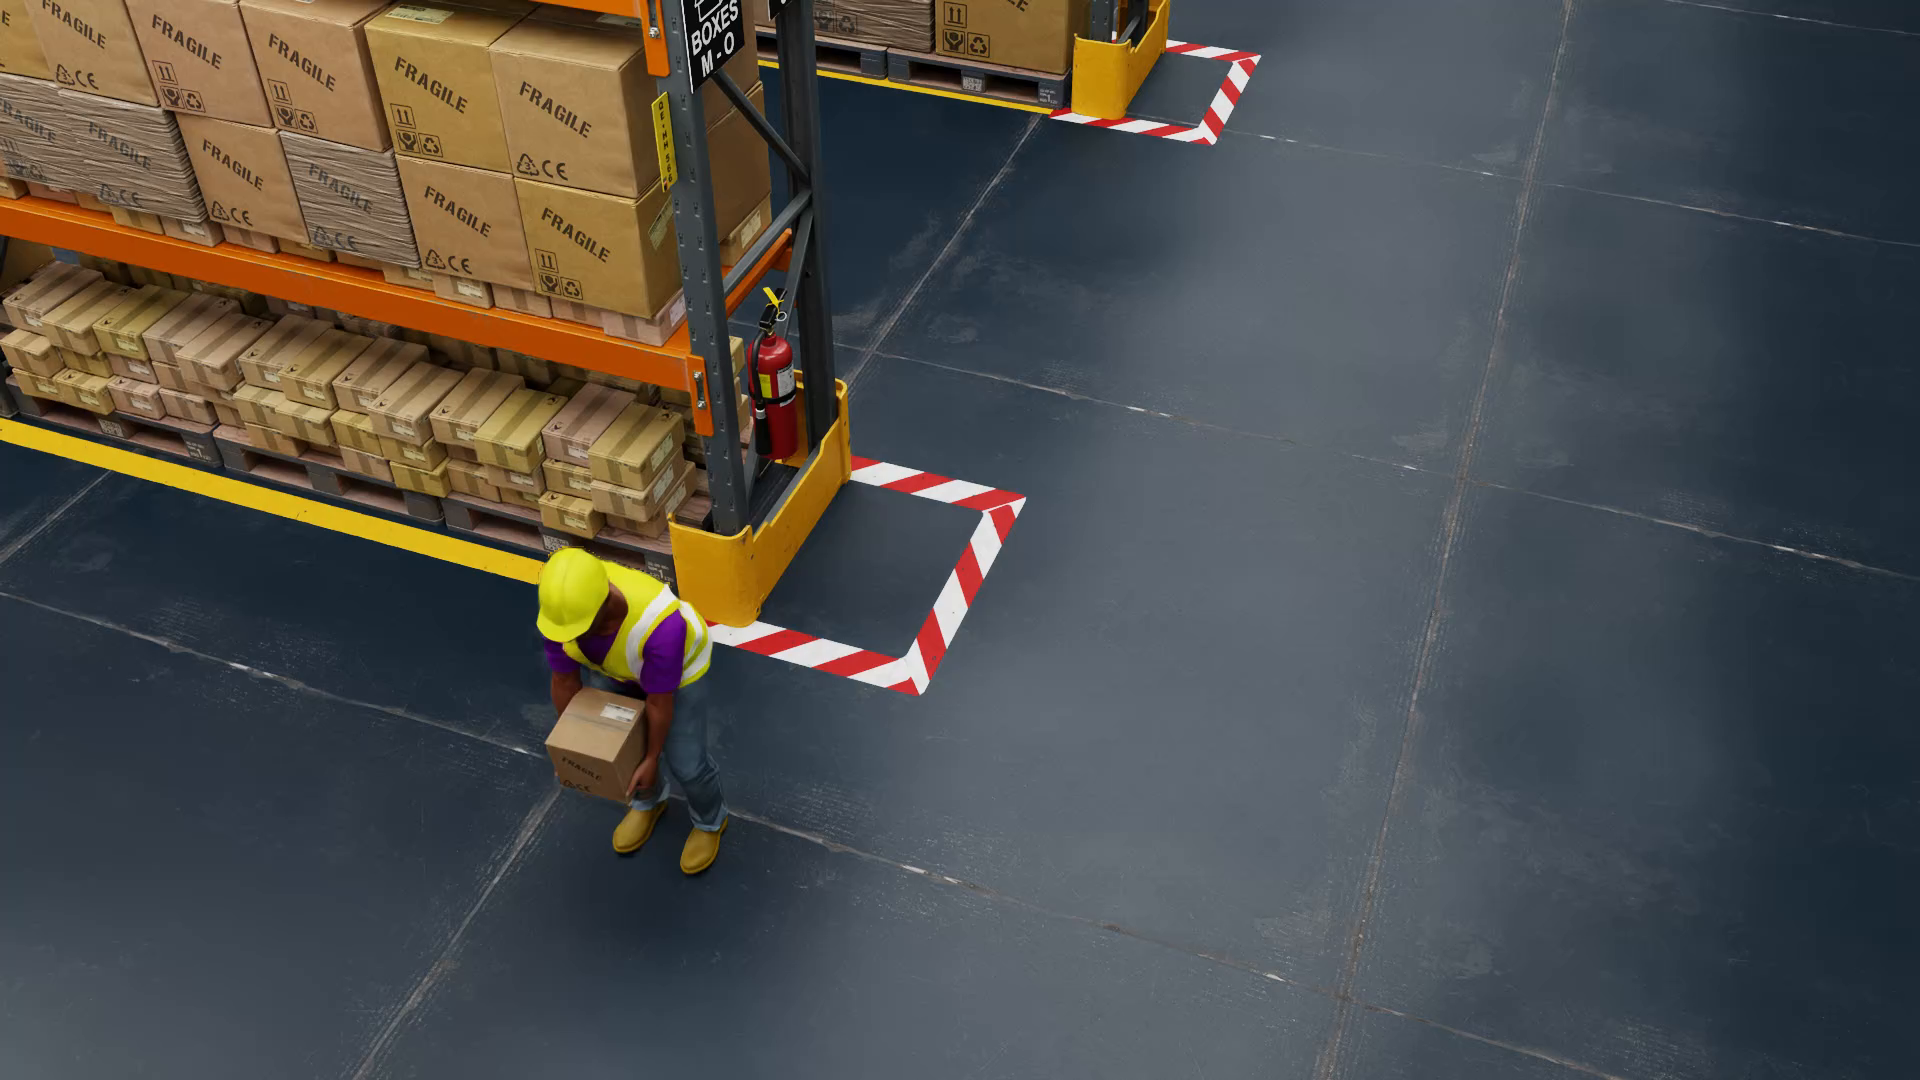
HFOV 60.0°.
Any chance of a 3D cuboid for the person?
[{"bbox_3d":[-1.099,0.556,5.589,0.483,1.656,0.695,13,43,14],"label":"person"}]
